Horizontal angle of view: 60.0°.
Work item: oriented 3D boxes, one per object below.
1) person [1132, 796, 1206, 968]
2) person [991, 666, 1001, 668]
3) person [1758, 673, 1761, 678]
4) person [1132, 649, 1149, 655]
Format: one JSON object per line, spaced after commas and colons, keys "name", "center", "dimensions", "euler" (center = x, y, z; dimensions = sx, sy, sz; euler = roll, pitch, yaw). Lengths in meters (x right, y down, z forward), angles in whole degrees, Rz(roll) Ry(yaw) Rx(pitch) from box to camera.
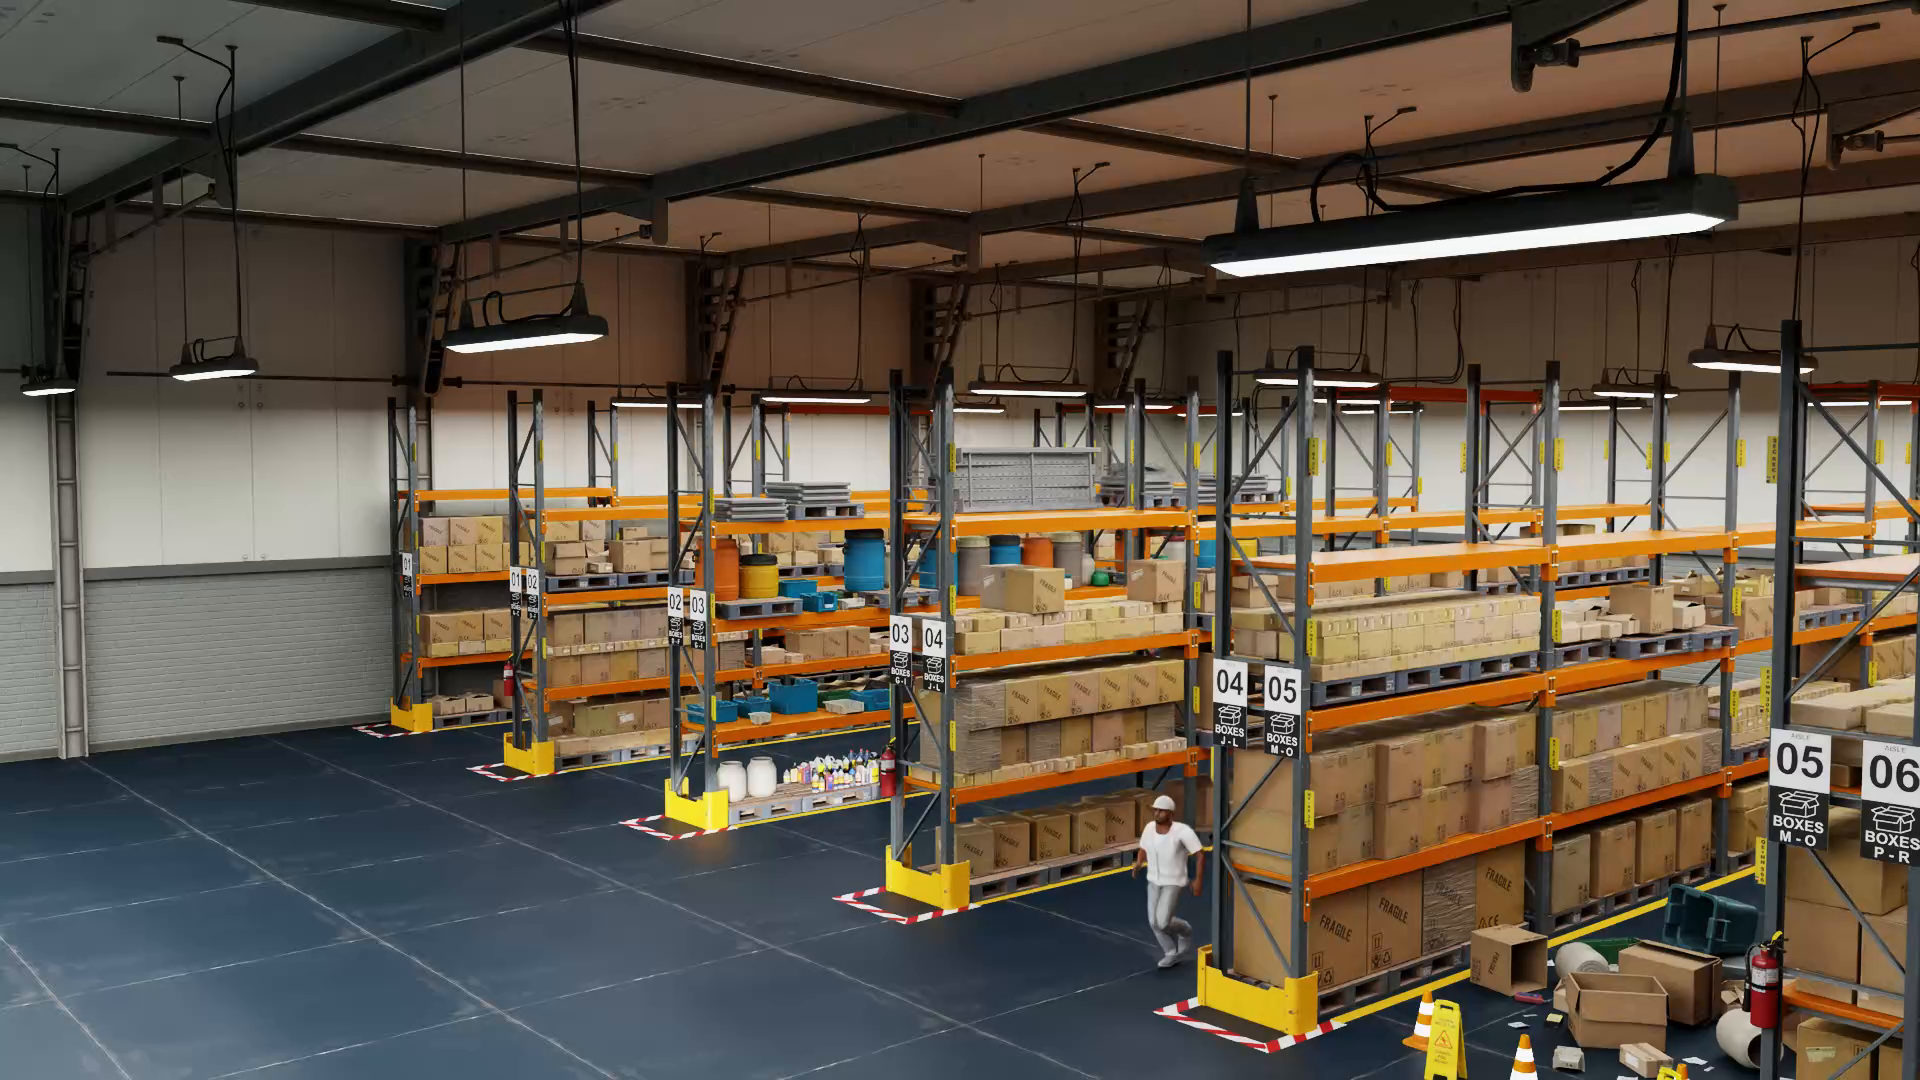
{"name": "person", "center": [2.015, 3.356, 16.339], "dimensions": [0.710, 1.701, 0.602], "euler": [3, 5, 43]}
{"name": "person", "center": [0.611, 2.600, 29.240], "dimensions": [0.583, 1.674, 0.924], "euler": [3, 5, 44]}
{"name": "person", "center": [12.465, 2.835, 25.592], "dimensions": [0.649, 1.699, 0.689], "euler": [-2, 4, -25]}
{"name": "person", "center": [3.349, 2.407, 32.270], "dimensions": [0.651, 1.738, 0.583], "euler": [3, 4, 40]}
